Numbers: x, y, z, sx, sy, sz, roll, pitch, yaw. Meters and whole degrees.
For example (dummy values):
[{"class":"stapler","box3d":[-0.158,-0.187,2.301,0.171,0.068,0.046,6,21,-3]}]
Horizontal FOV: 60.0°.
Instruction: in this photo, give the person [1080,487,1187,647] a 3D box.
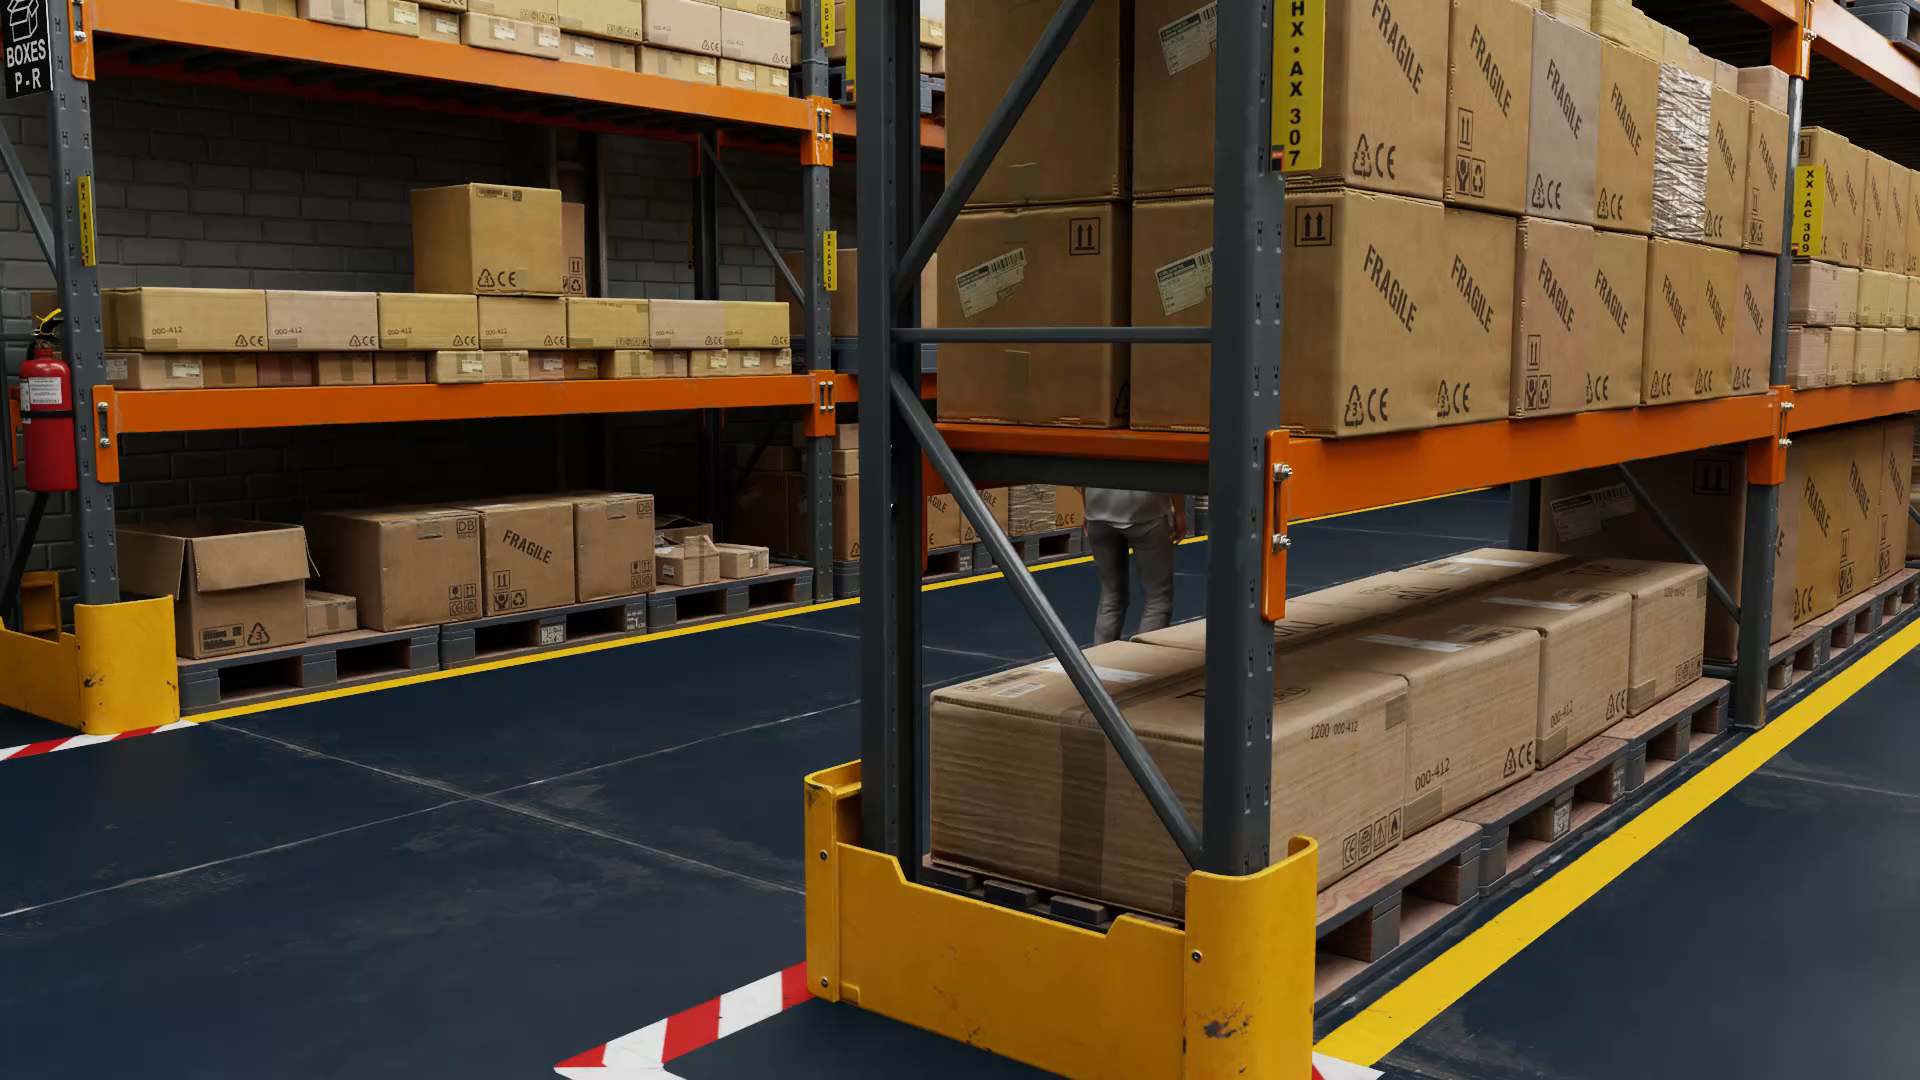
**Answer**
[{"class":"person","box3d":[0.685,-0.034,6.628,0.483,1.479,0.347,5,9,36]}]
